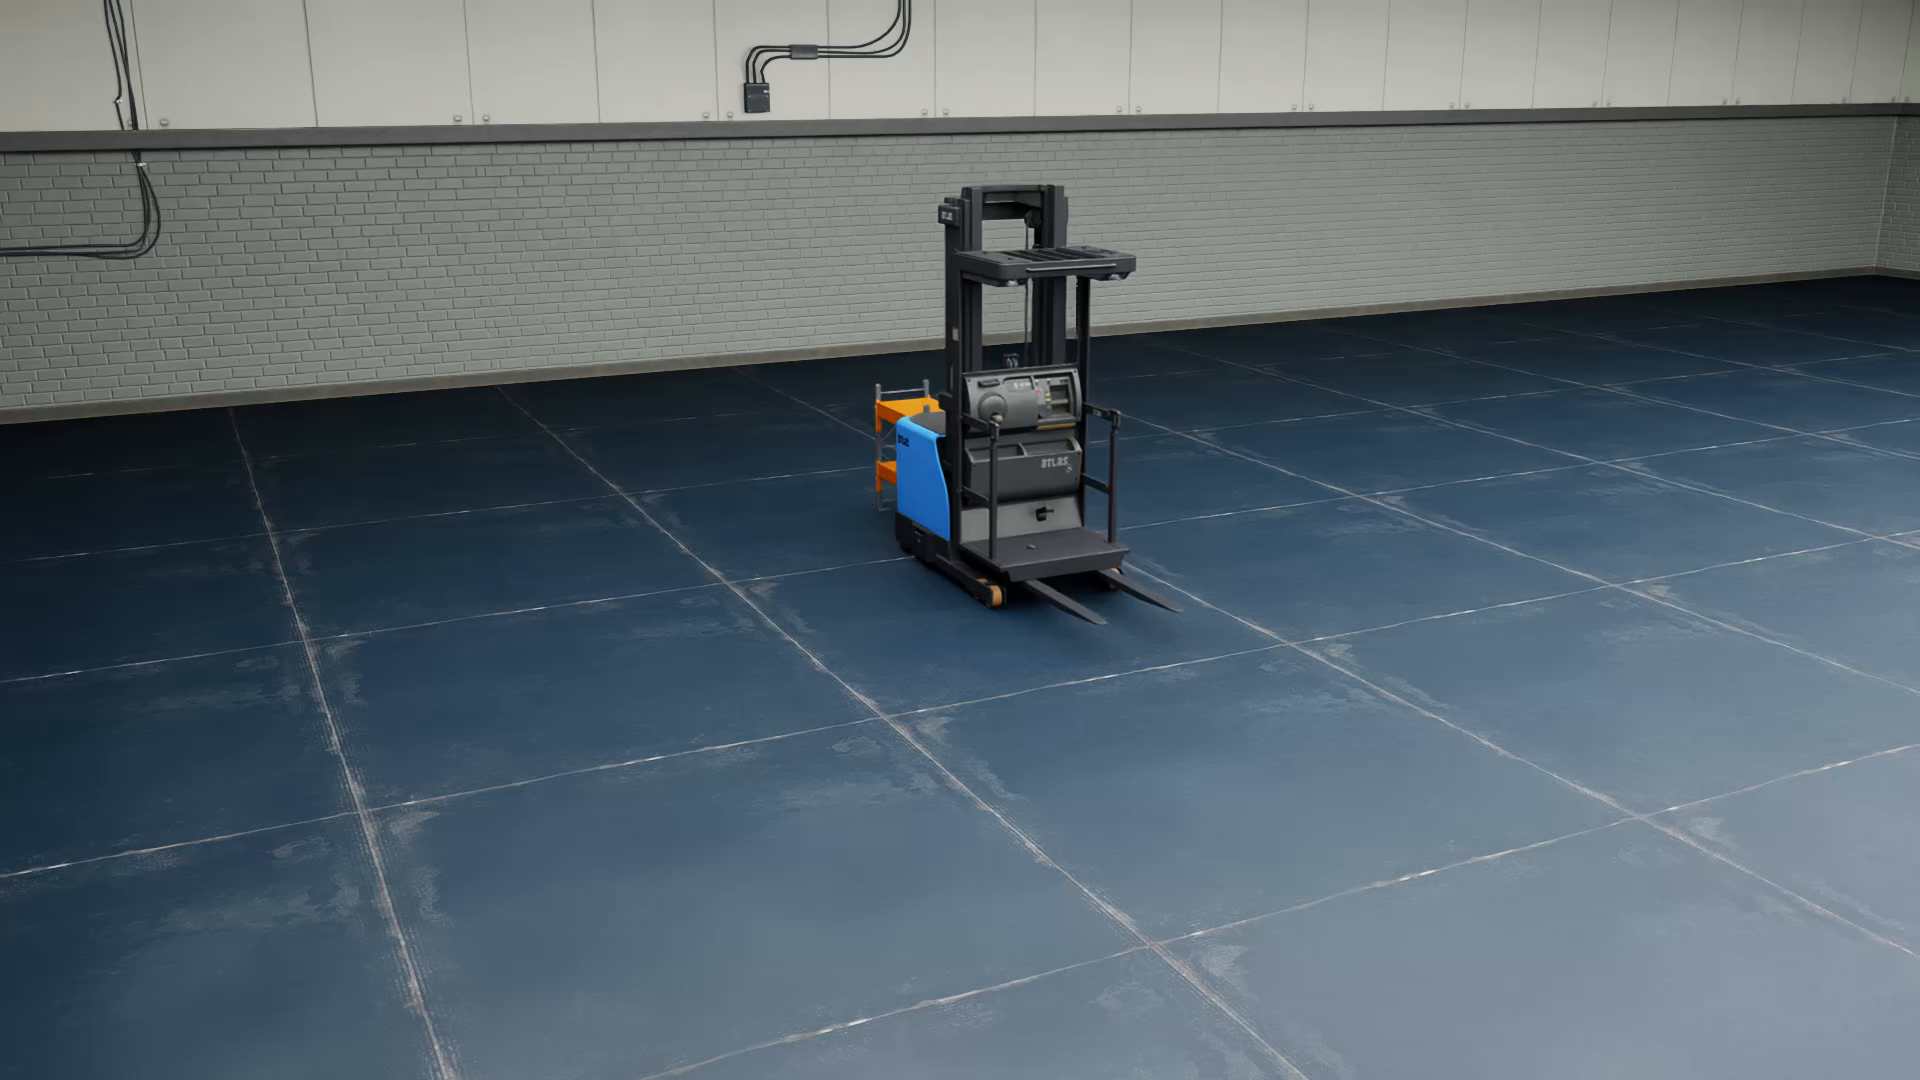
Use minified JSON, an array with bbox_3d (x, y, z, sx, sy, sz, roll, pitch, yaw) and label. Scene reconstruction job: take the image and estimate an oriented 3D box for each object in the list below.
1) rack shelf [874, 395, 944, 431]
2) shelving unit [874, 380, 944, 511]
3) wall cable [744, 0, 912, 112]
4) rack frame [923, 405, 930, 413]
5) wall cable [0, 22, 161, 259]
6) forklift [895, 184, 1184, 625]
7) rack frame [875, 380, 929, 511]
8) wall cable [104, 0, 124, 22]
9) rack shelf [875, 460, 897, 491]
[{"bbox_3d":[-0.285,-0.987,14.088,0.538,0.278,1.000,-8,18,-25],"label":"rack shelf"},{"bbox_3d":[-0.285,-0.705,14.169,0.538,1.125,1.048,-8,18,-25],"label":"shelving unit"},{"bbox_3d":[-1.644,-8.393,20.517,2.305,6.003,0.169,-8,18,-25],"label":"wall cable"},{"bbox_3d":[-0.066,-0.579,13.728,0.500,1.125,0.032,-8,18,-25],"label":"rack frame"},{"bbox_3d":[-10.185,-4.122,17.431,3.097,2.526,0.112,-8,18,-25],"label":"wall cable"},{"bbox_3d":[0.567,-1.054,12.110,1.130,2.935,3.031,-8,18,-25],"label":"forklift"},{"bbox_3d":[-0.505,-0.832,14.609,0.500,1.125,0.032,-8,18,-25],"label":"rack frame"},{"bbox_3d":[-7.753,-6.877,17.873,3.097,2.526,0.112,-8,18,-25],"label":"wall cable"},{"bbox_3d":[-0.285,-0.470,14.236,0.538,0.278,1.000,-8,18,-25],"label":"rack shelf"}]
